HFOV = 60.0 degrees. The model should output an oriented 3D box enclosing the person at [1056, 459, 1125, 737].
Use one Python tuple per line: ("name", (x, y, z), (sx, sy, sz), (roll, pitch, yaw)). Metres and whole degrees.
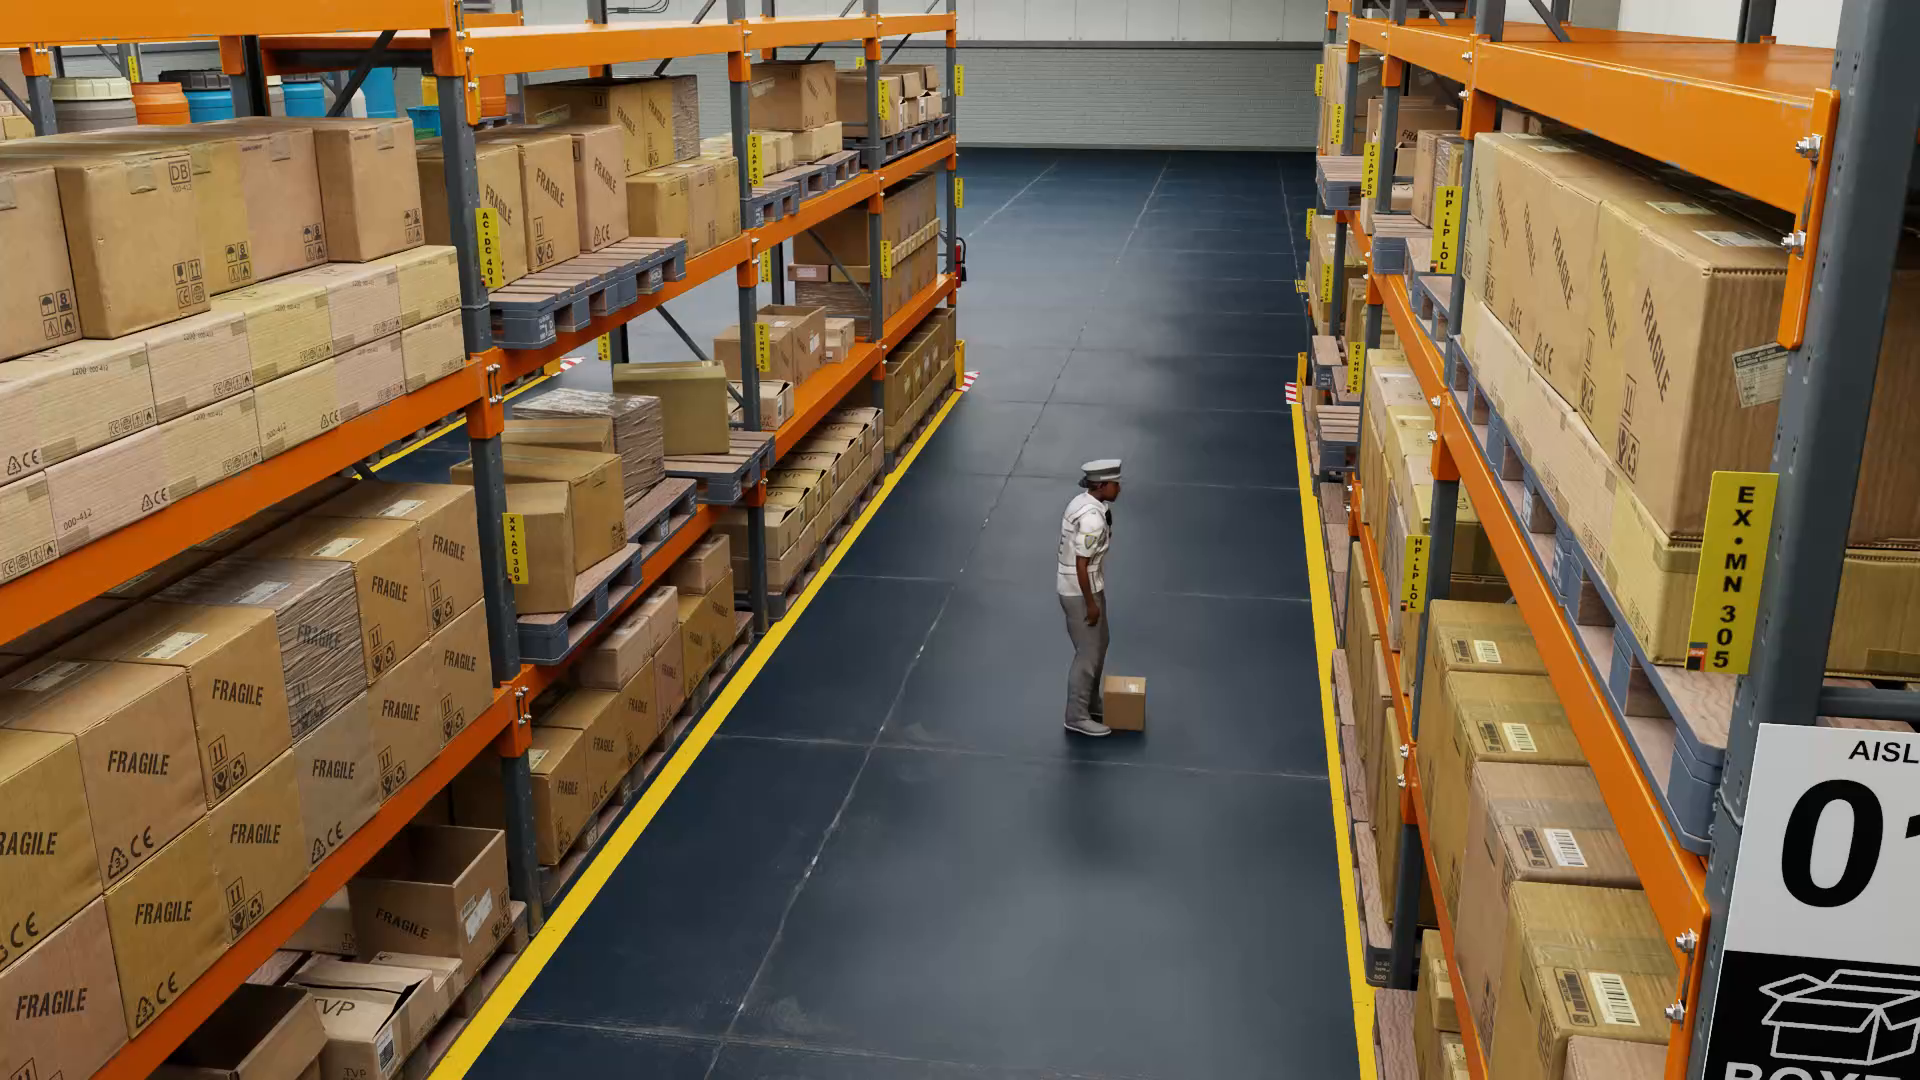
("person", (0.792, 0.326, 10.054), (0.428, 1.657, 0.530), (2, 18, 5))
